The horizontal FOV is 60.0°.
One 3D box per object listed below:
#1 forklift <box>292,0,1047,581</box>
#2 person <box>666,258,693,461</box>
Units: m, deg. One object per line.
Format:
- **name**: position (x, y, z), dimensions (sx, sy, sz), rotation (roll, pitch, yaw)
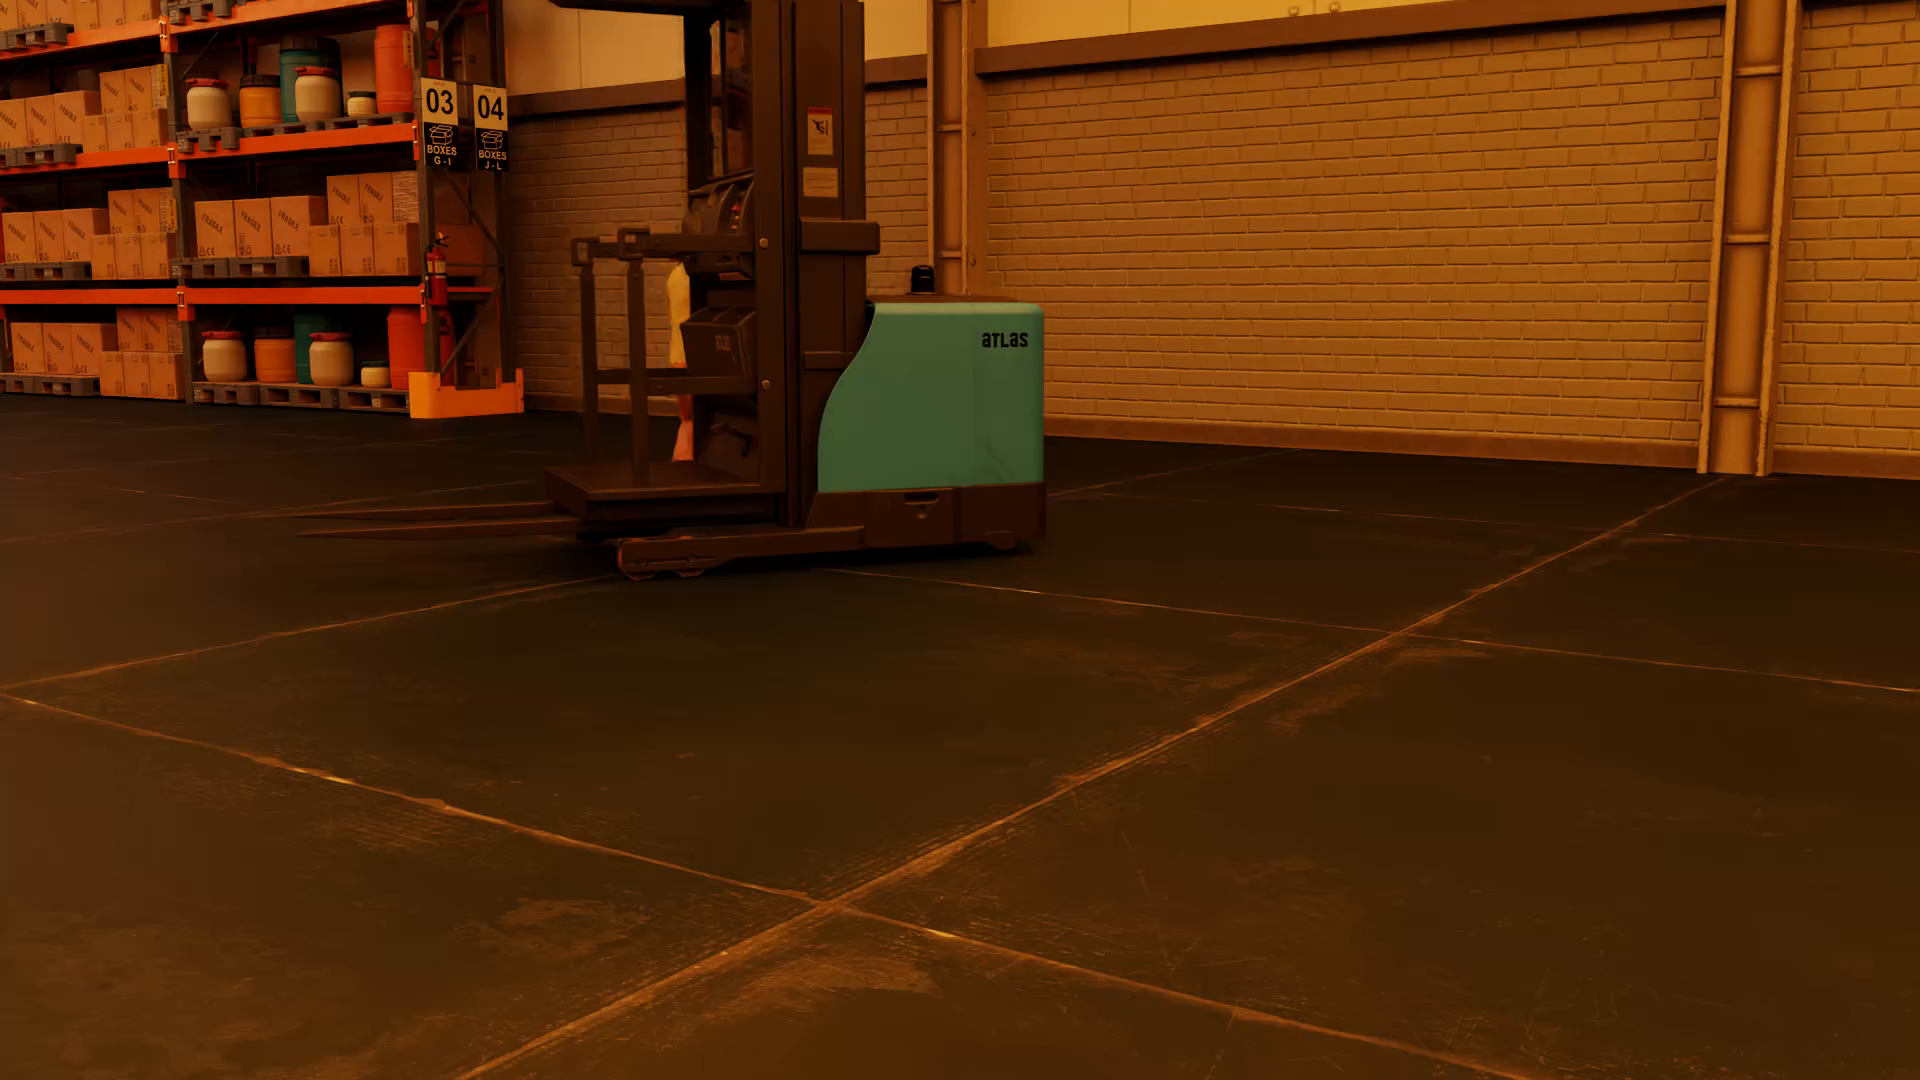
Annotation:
- **forklift**: position (-1.191, -1.376, 6.870), dimensions (3.031, 2.935, 1.130), rotation (-3, 9, -23)
- **person**: position (-1.301, -0.986, 9.102), dimensions (0.794, 1.542, 0.786), rotation (4, 9, 27)
